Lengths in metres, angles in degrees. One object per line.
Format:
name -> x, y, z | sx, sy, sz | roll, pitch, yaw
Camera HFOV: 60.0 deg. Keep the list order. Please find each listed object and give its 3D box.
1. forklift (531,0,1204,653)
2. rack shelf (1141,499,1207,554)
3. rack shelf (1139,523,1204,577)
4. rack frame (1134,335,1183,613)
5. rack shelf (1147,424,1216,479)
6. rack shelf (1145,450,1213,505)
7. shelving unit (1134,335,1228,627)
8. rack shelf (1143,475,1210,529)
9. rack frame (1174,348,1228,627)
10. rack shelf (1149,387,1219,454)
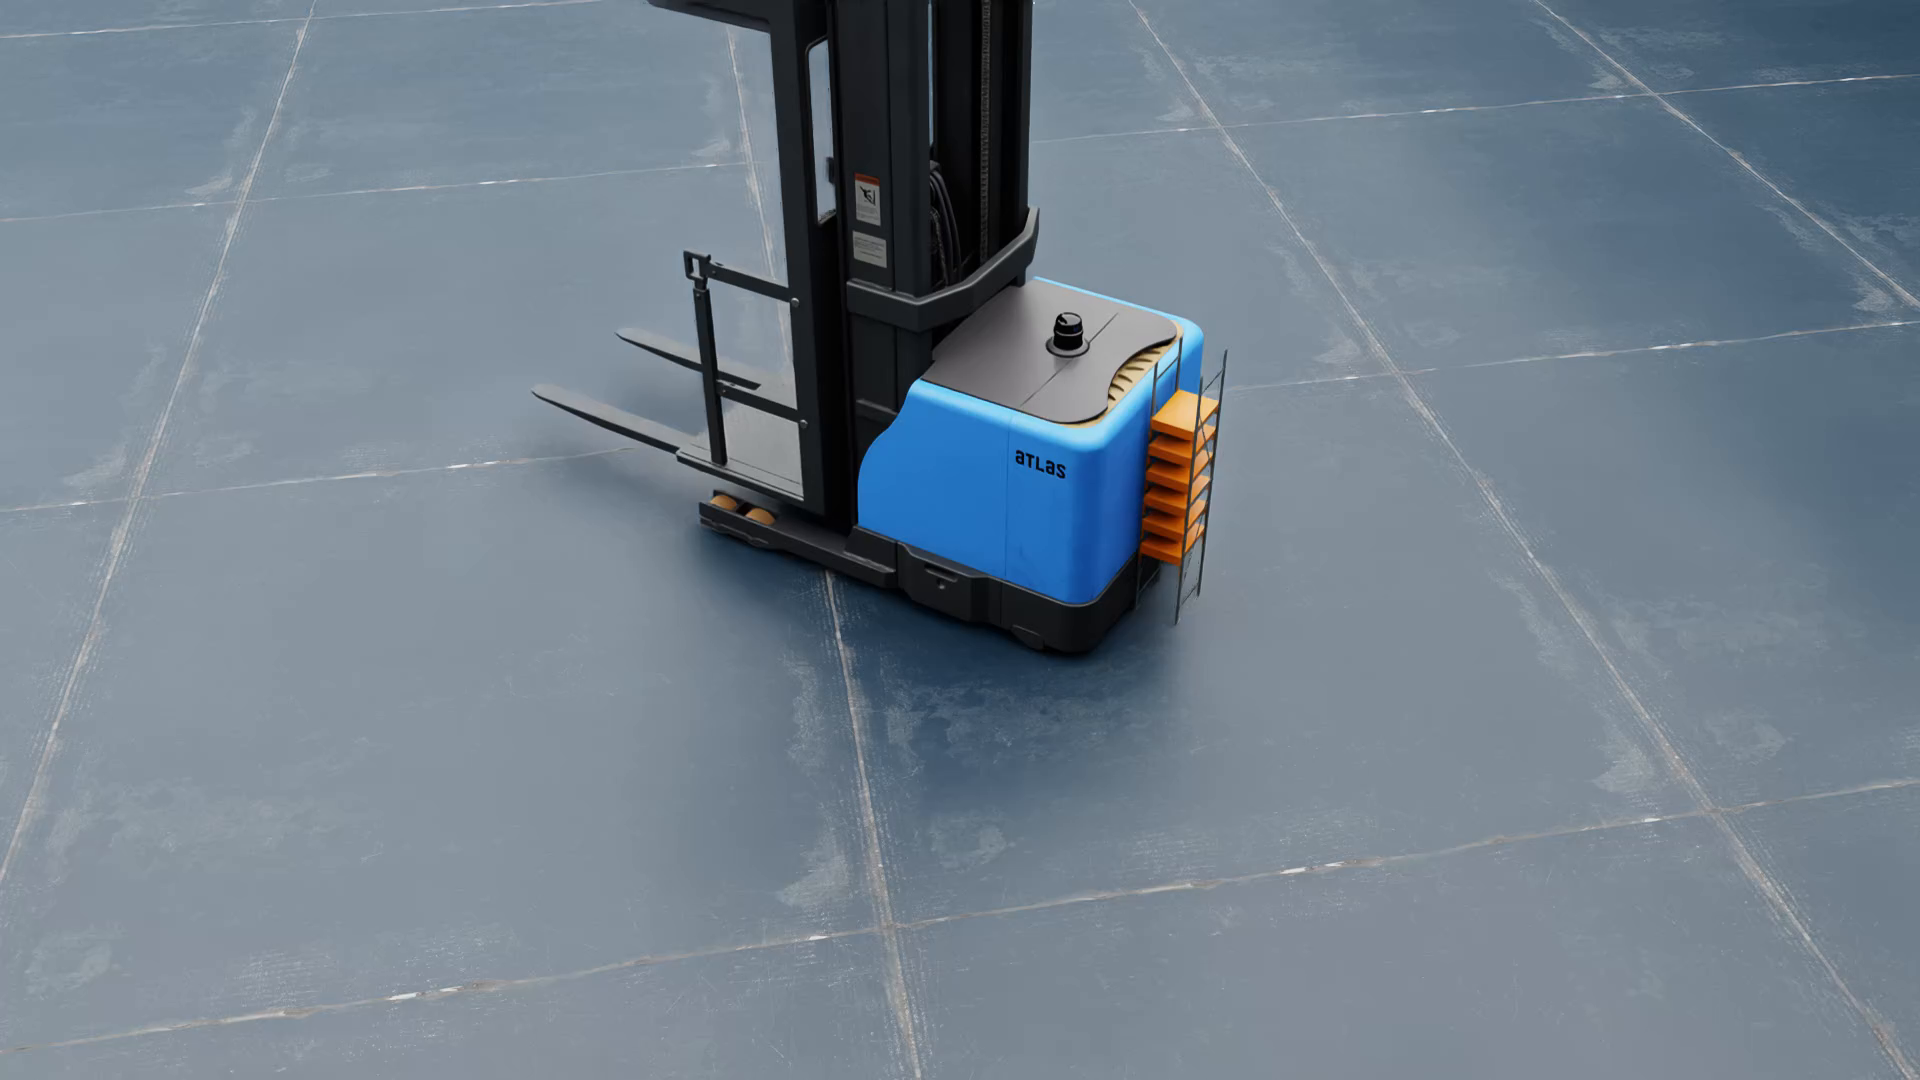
forklift -> -0.544, -1.383, 6.641 | 3.031, 2.935, 1.130 | 20, 42, 24
rack shelf -> 0.860, -0.079, 6.642 | 0.180, 0.103, 0.258 | 20, 42, 24
rack shelf -> 0.860, 0.016, 6.716 | 0.180, 0.103, 0.258 | 20, 42, 24
rack frame -> 0.781, -0.238, 6.578 | 0.006, 1.200, 0.240 | 20, 42, 24
rack shelf -> 0.860, -0.363, 6.421 | 0.180, 0.103, 0.258 | 20, 42, 24
rack shelf -> 0.860, -0.269, 6.495 | 0.180, 0.103, 0.258 | 20, 42, 24
shelving unit -> 0.860, -0.209, 6.541 | 0.189, 1.200, 0.258 | 20, 42, 24
rack shelf -> 0.860, -0.174, 6.568 | 0.180, 0.103, 0.258 | 20, 42, 24
rack frame -> 0.938, -0.180, 6.504 | 0.006, 1.200, 0.240 | 20, 42, 24
rack shelf -> 0.860, -0.458, 6.347 | 0.180, 0.103, 0.258 | 20, 42, 24
